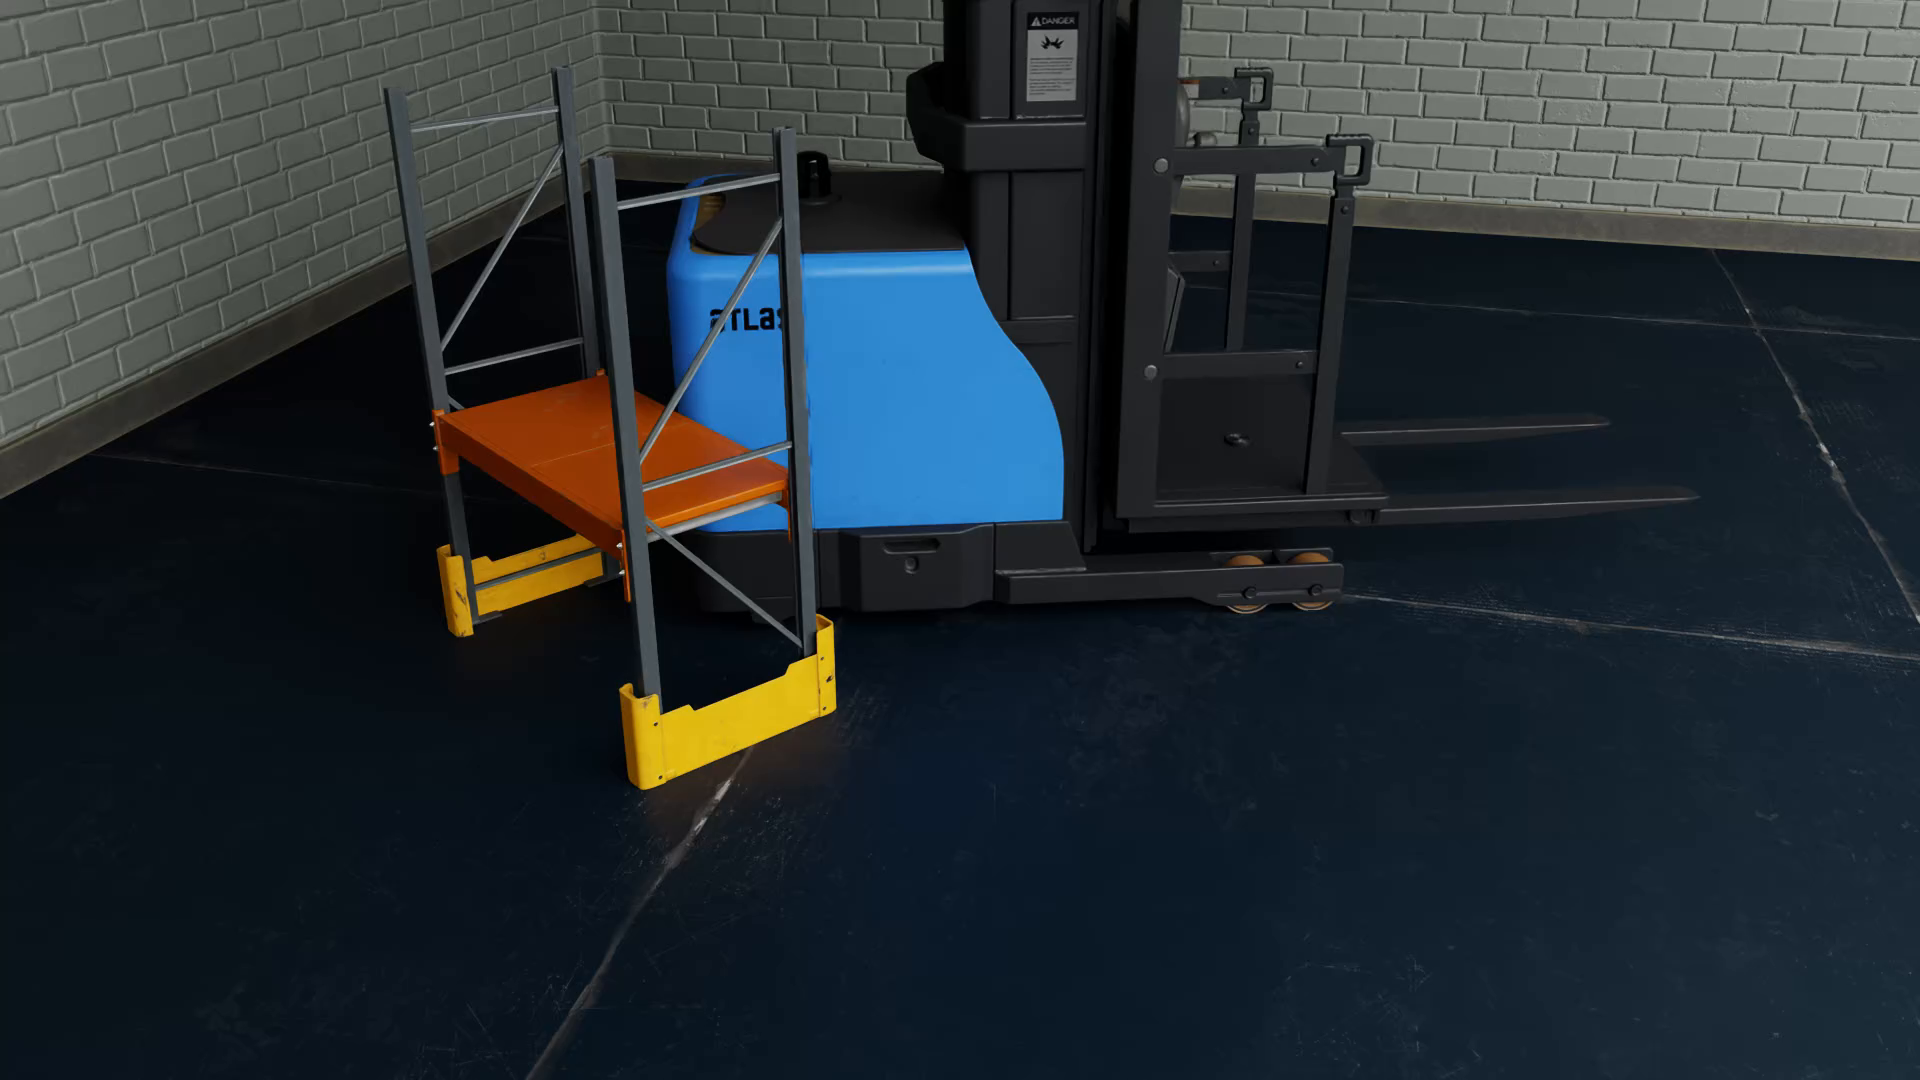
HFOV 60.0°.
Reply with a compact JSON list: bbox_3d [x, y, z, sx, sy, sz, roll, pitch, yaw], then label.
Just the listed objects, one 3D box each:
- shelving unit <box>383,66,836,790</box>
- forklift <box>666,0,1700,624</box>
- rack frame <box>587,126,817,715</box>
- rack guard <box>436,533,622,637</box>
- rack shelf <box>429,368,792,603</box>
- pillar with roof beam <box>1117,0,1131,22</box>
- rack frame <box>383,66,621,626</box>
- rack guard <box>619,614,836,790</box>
[{"bbox_3d":[-0.887,-0.333,4.204,0.587,1.500,1.083,-20,32,-36],"label":"shelving unit"},{"bbox_3d":[0.692,-1.335,4.644,3.031,2.935,1.130,-2,26,-5],"label":"forklift"},{"bbox_3d":[-0.563,-0.169,3.861,0.500,1.500,0.032,-20,32,-36],"label":"rack frame"},{"bbox_3d":[-1.210,0.069,4.814,0.587,0.250,0.087,-20,32,-36],"label":"rack guard"},{"bbox_3d":[-0.893,-0.173,4.287,0.538,0.185,1.000,-20,32,-36],"label":"rack shelf"},{"bbox_3d":[-0.244,-4.000,3.182,0.400,9.000,9.100,6,26,13],"label":"pillar with roof beam"},{"bbox_3d":[-1.223,-0.502,4.559,0.500,1.500,0.032,-20,32,-36],"label":"rack frame"},{"bbox_3d":[-0.564,0.395,4.130,0.587,0.250,0.087,-20,32,-36],"label":"rack guard"}]
